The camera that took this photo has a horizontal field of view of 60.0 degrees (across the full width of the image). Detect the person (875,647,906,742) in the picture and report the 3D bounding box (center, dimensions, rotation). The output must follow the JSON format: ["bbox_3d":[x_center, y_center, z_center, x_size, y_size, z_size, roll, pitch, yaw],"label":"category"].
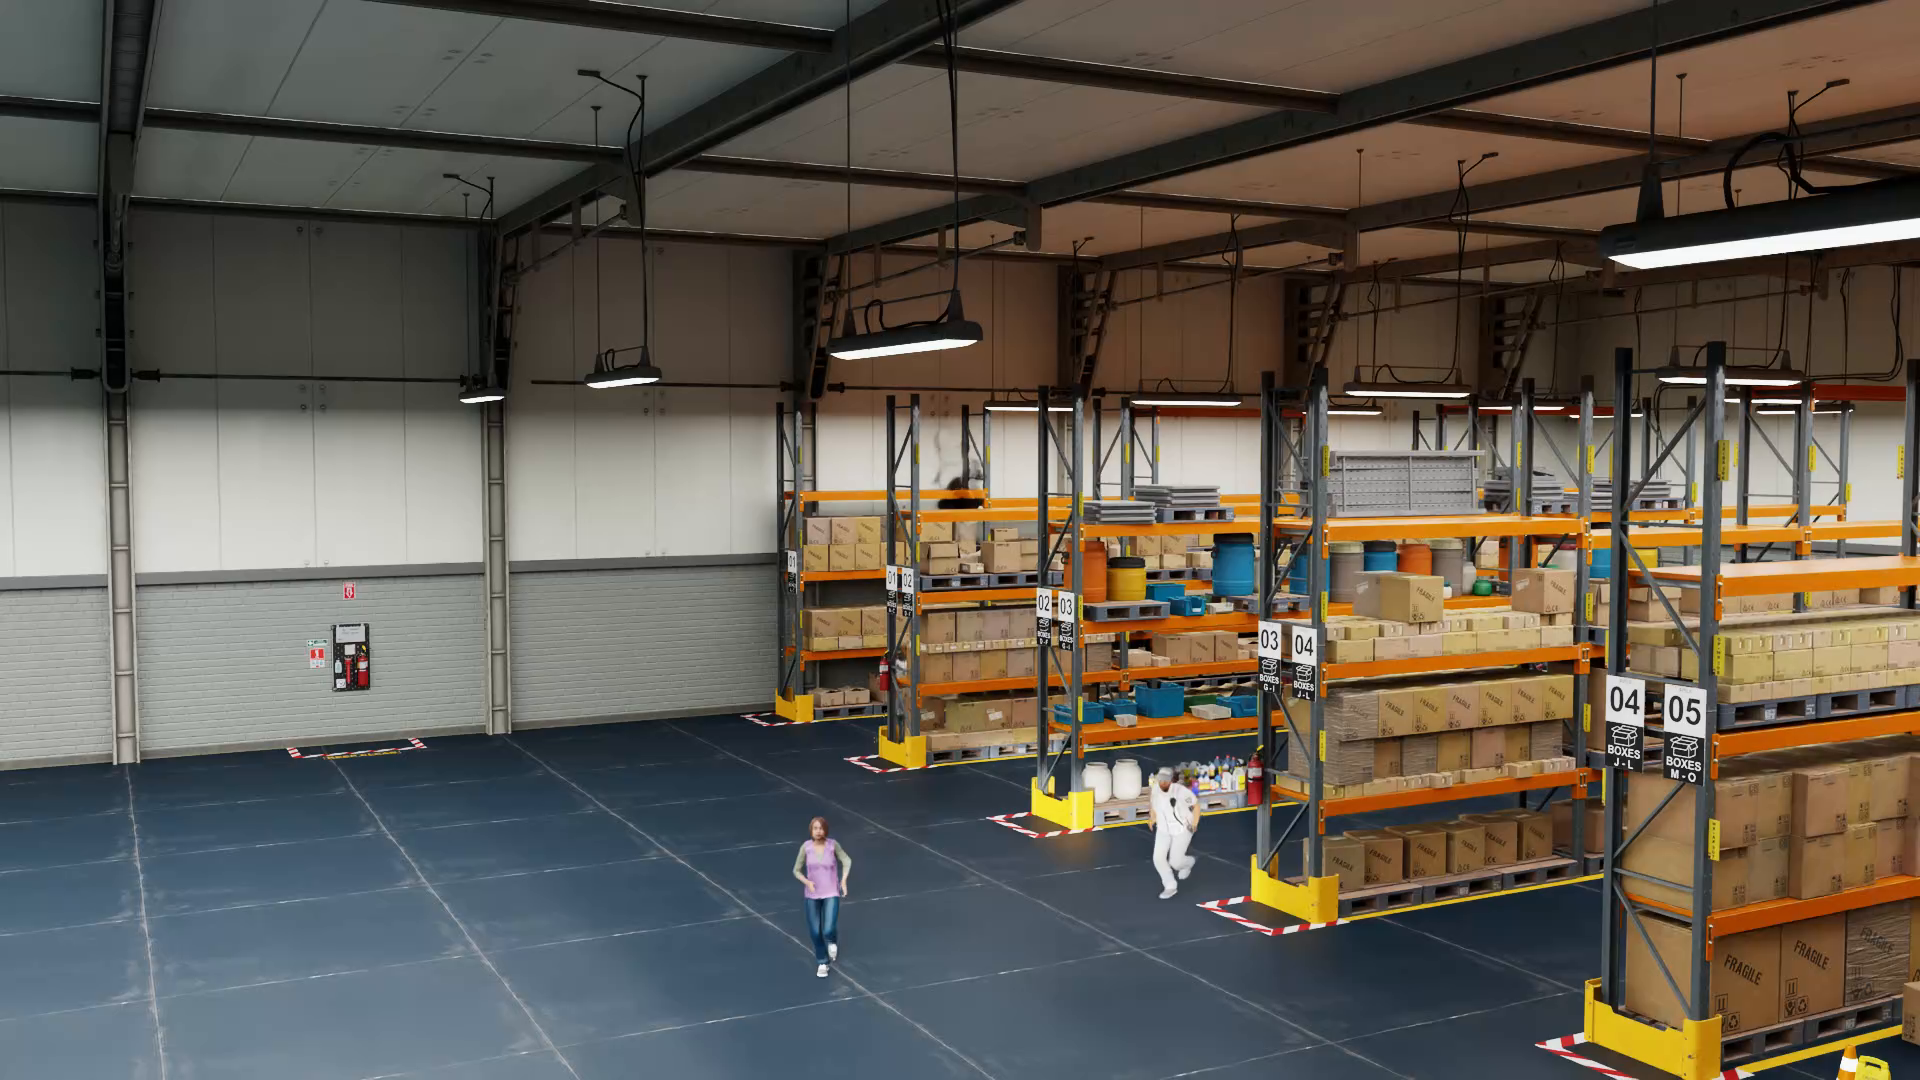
[{"bbox_3d":[-1.161,2.660,29.076,0.893,1.667,0.557,-3,4,-42],"label":"person"}]

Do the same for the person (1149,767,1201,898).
[{"bbox_3d":[2.479,3.326,19.039,0.605,1.554,0.872,2,4,35],"label":"person"}]

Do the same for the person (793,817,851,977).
[{"bbox_3d":[-1.350,3.471,16.190,0.555,1.554,0.563,0,3,2],"label":"person"}]
